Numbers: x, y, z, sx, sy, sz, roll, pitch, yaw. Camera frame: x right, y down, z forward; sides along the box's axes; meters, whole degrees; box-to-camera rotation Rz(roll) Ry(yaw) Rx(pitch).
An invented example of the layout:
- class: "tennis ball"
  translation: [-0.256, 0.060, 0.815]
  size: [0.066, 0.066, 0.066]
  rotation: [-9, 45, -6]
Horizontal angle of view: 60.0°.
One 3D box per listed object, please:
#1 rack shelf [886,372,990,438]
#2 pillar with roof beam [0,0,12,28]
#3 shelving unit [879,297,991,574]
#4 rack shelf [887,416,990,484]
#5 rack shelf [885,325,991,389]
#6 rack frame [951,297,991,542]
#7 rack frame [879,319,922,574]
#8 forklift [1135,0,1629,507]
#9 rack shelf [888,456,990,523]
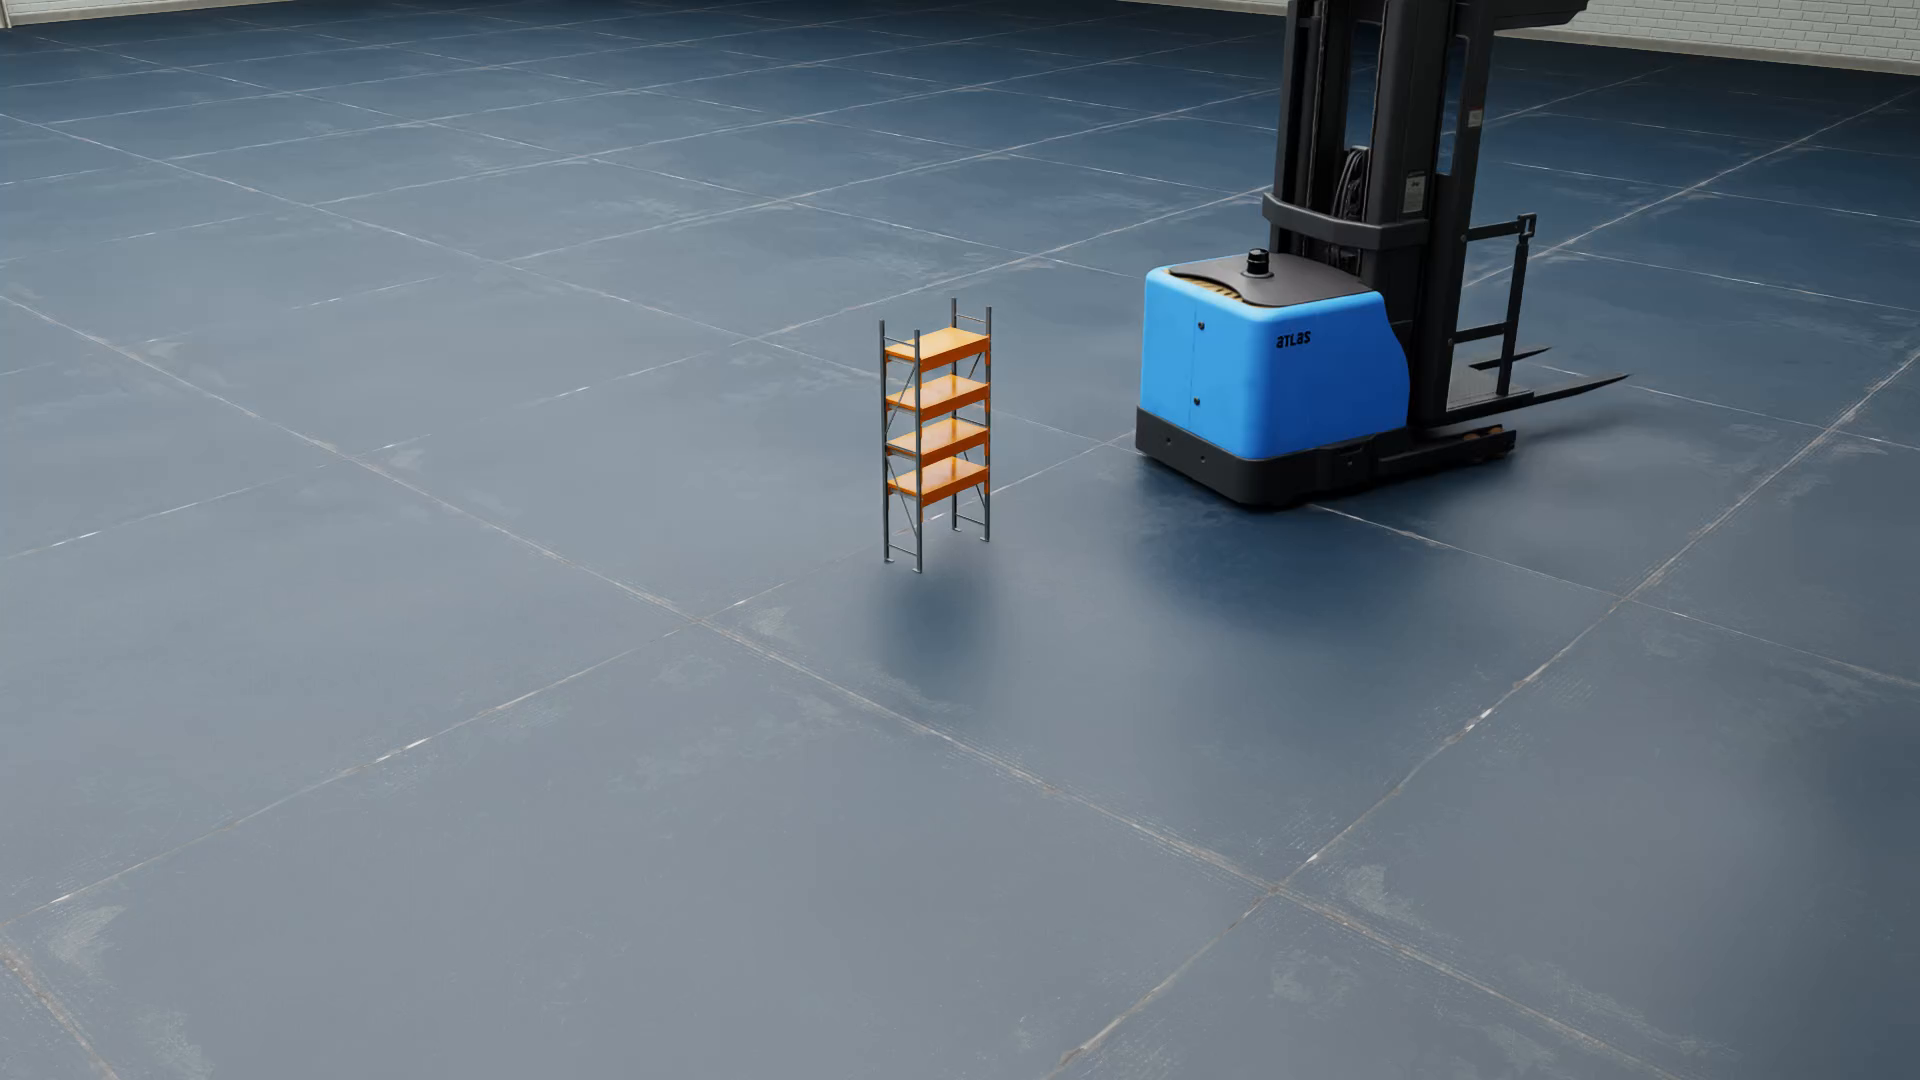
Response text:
- class: "rack shelf"
  translation: [-0.110, -0.640, 7.828]
  size: [0.258, 0.148, 0.480]
  rotation: [20, 31, 38]
- class: "pillar with roof beam"
  translation: [-12.072, -11.034, 21.861]
  size: [9.100, 9.000, 0.400]
  rotation: [20, 31, 38]
- class: "shelving unit"
  translation: [-0.110, -0.497, 7.892]
  size: [0.258, 1.200, 0.503]
  rotation: [20, 31, 38]
- class: "rack shelf"
  translation: [-0.110, -0.436, 7.920]
  size: [0.258, 0.148, 0.480]
  rotation: [20, 31, 38]
- class: "rack shelf"
  translation: [-0.110, -0.856, 7.731]
  size: [0.258, 0.148, 0.480]
  rotation: [20, 31, 38]
- class: "rack frame"
  translation: [0.052, -0.571, 8.058]
  size: [0.240, 1.200, 0.015]
  rotation: [20, 31, 38]
- class: "rack frame"
  translation: [-0.273, -0.423, 7.726]
  size: [0.240, 1.200, 0.015]
  rotation: [20, 31, 38]
- class: "forklift"
  translation: [2.509, -1.930, 8.973]
  size: [3.031, 2.935, 1.130]
  rotation: [-13, 27, -27]
- class: "rack shelf"
  translation: [-0.110, -0.254, 8.001]
  size: [0.258, 0.148, 0.480]
  rotation: [20, 31, 38]
